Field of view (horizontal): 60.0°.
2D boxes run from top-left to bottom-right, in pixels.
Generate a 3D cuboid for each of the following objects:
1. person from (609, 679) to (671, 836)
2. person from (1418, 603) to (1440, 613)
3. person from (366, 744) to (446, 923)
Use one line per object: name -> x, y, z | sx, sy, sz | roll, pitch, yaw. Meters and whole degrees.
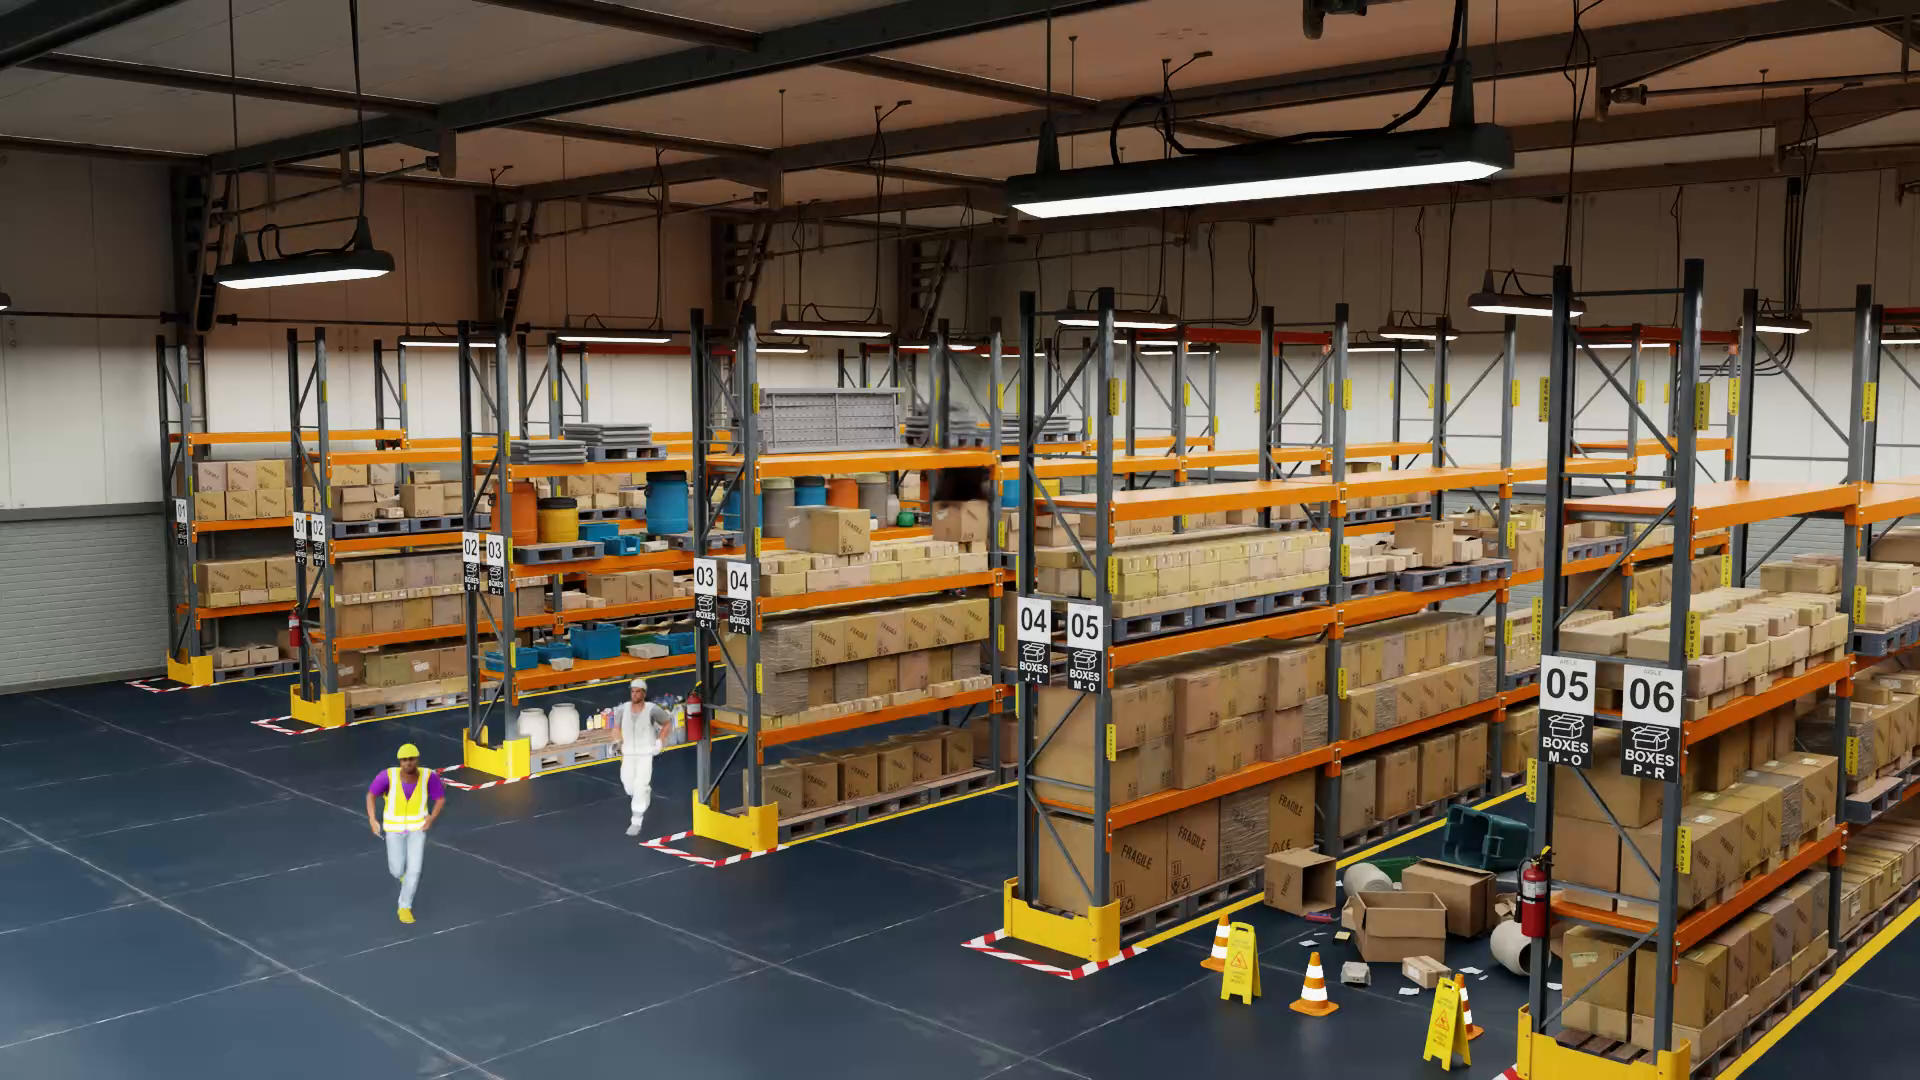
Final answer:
person -> -3.710, 2.486, 19.340 | 0.662, 1.765, 0.795 | 1, 5, 10
person -> 7.621, 1.760, 27.088 | 0.633, 1.809, 0.735 | 4, 7, 35
person -> -5.400, 2.810, 16.241 | 0.732, 1.723, 0.711 | -2, 6, -18
